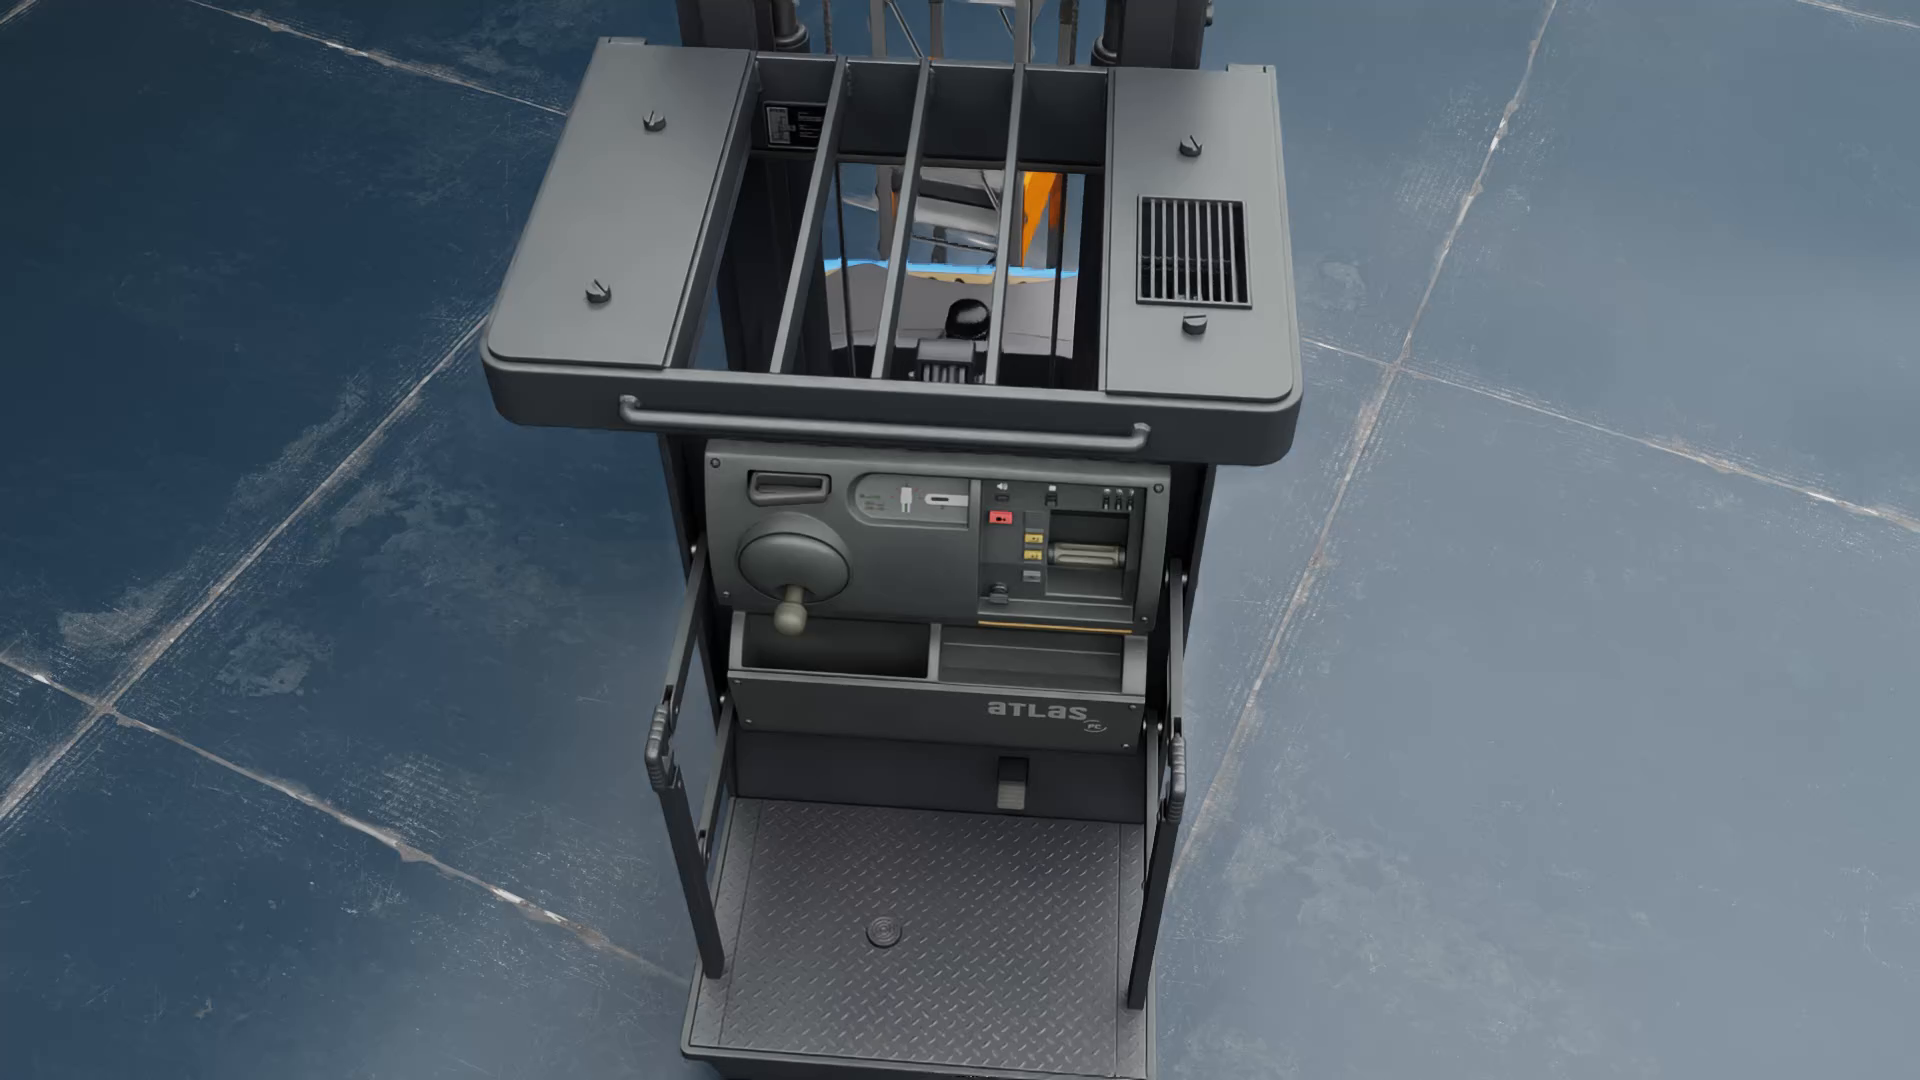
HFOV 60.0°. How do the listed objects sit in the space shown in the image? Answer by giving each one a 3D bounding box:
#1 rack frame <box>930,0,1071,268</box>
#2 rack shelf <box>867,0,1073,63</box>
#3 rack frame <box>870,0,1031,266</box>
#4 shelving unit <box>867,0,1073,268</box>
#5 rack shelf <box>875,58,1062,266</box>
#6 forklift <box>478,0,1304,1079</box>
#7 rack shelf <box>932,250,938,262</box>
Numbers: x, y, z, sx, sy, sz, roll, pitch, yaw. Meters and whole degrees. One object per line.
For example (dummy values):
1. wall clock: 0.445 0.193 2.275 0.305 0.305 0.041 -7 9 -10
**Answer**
1. rack frame: 0.111 -1.168 4.865 0.400 2.100 0.015 13 51 11
2. rack shelf: 0.042 -1.435 4.191 0.431 0.518 0.480 13 51 11
3. rack frame: -0.026 -0.811 4.562 0.400 2.100 0.015 13 51 11
4. shelving unit: 0.042 -0.990 4.713 0.431 2.100 0.503 13 51 11
5. rack shelf: 0.042 -0.981 4.724 0.431 0.518 0.480 13 51 11
6. forklift: -0.065 0.120 3.224 1.130 2.935 3.031 3 50 3
7. rack shelf: 0.042 -0.527 5.257 0.431 0.518 0.480 13 51 11
